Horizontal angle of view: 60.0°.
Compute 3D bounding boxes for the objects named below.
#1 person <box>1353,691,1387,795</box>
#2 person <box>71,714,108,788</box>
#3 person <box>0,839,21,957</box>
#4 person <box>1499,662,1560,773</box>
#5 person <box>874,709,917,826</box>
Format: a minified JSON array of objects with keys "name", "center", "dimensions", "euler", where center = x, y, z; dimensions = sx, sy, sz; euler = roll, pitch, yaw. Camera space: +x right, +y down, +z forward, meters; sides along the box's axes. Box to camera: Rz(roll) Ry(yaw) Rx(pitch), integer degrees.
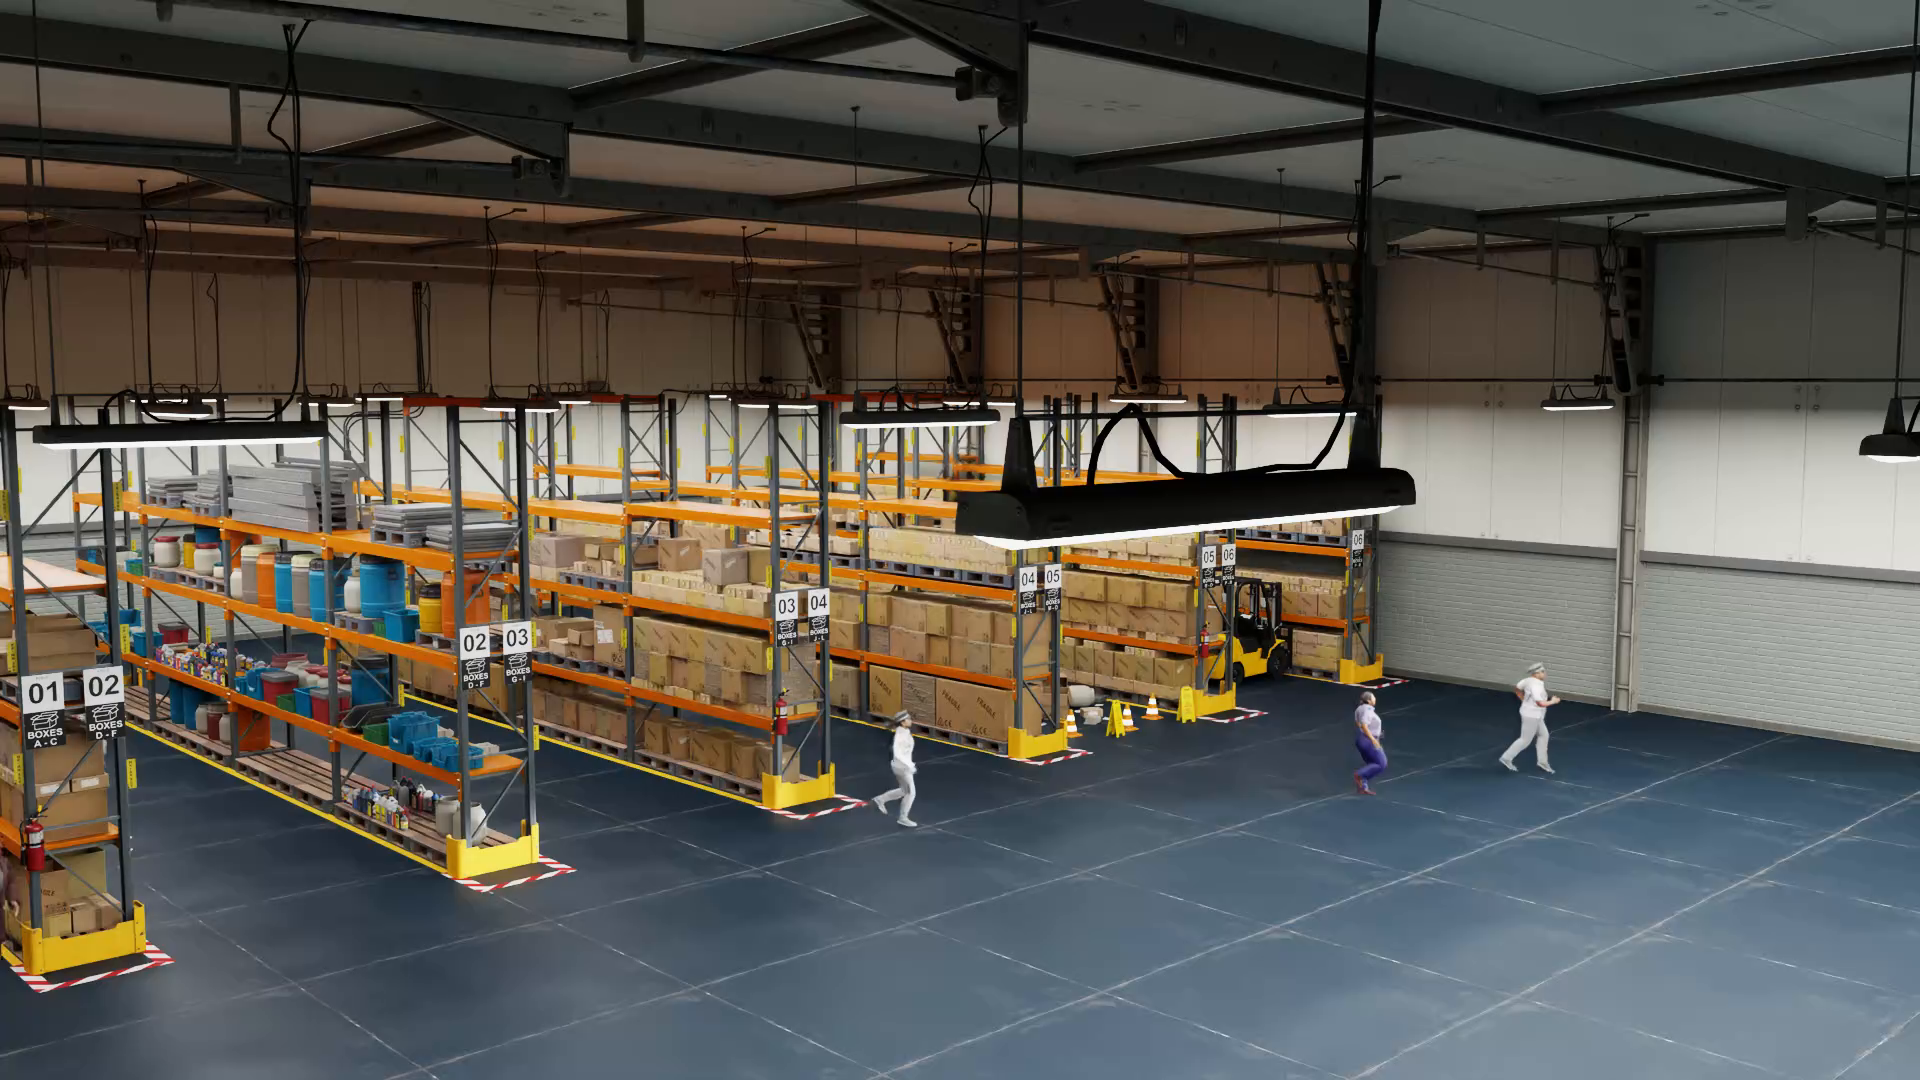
[{"name":"person","center":[6.222,3.096,25.333],"dimensions":[0.549,1.606,0.607],"euler":[-1,6,-7]},{"name":"person","center":[-13.511,2.966,25.757],"dimensions":[0.749,1.825,0.635],"euler":[5,7,42]},{"name":"person","center":[-9.882,3.848,16.893],"dimensions":[0.604,1.735,0.738],"euler":[1,6,13]},{"name":"person","center":[9.155,2.868,26.764],"dimensions":[0.932,1.838,0.671],"euler":[1,6,8]},{"name":"person","center":[-0.923,3.230,23.645],"dimensions":[0.619,1.686,0.643],"euler":[0,6,-2]}]
